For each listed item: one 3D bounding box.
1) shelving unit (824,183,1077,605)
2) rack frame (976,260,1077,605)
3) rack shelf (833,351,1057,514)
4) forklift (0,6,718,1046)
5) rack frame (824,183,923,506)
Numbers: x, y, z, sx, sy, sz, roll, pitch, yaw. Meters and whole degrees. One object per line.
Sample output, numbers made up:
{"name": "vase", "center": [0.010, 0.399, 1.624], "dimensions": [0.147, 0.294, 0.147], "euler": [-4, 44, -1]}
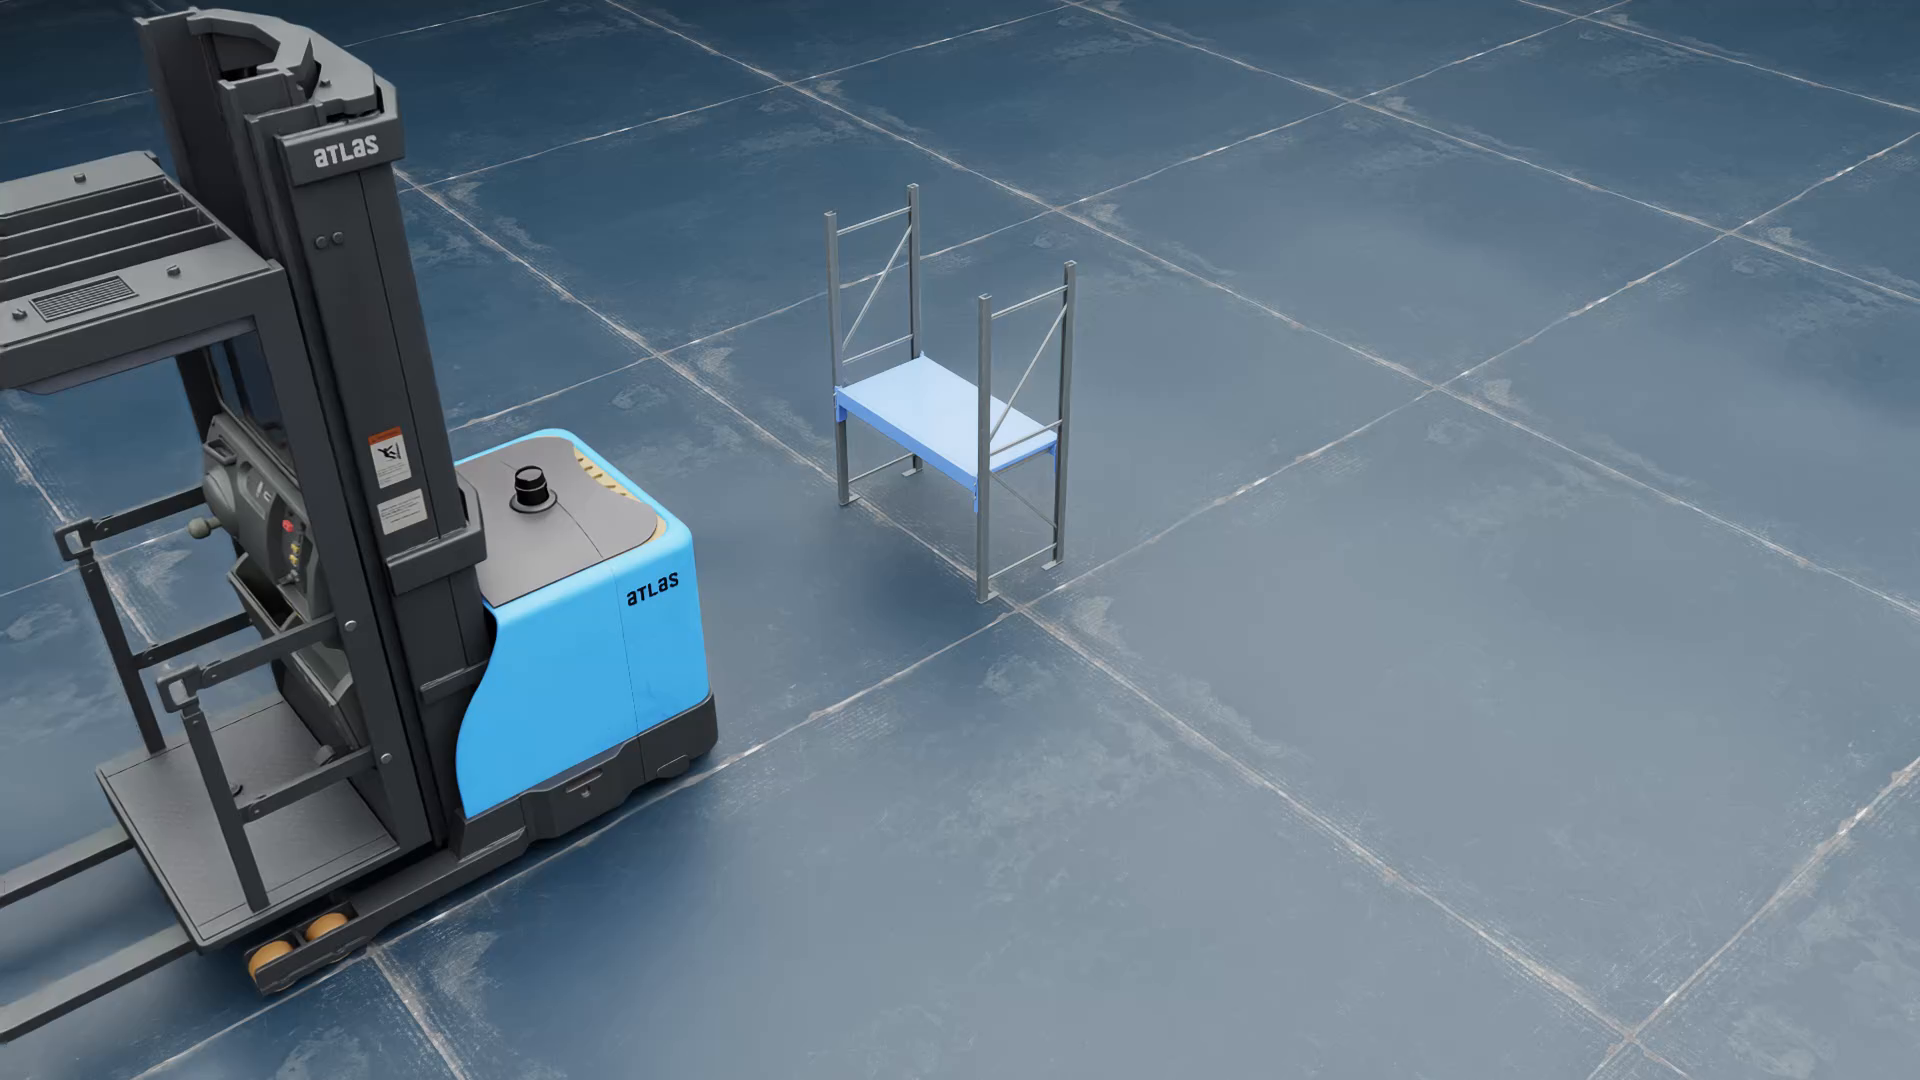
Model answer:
{"name": "shelving unit", "center": [-0.055, -0.650, 7.370], "dimensions": [0.538, 1.500, 1.048], "euler": [-26, 43, -32]}
{"name": "rack frame", "center": [0.273, -0.425, 7.053], "dimensions": [0.500, 1.500, 0.032], "euler": [-26, 43, -32]}
{"name": "rack shelf", "center": [-0.055, -0.503, 7.474], "dimensions": [0.538, 0.185, 1.000], "euler": [-26, 43, -32]}
{"name": "forklift", "center": [-2.403, -0.022, 5.245], "dimensions": [3.031, 2.935, 1.130], "euler": [-26, 43, -32]}
{"name": "rack frame", "center": [-0.383, -0.874, 7.687], "dimensions": [0.500, 1.500, 0.032], "euler": [-26, 43, -32]}
